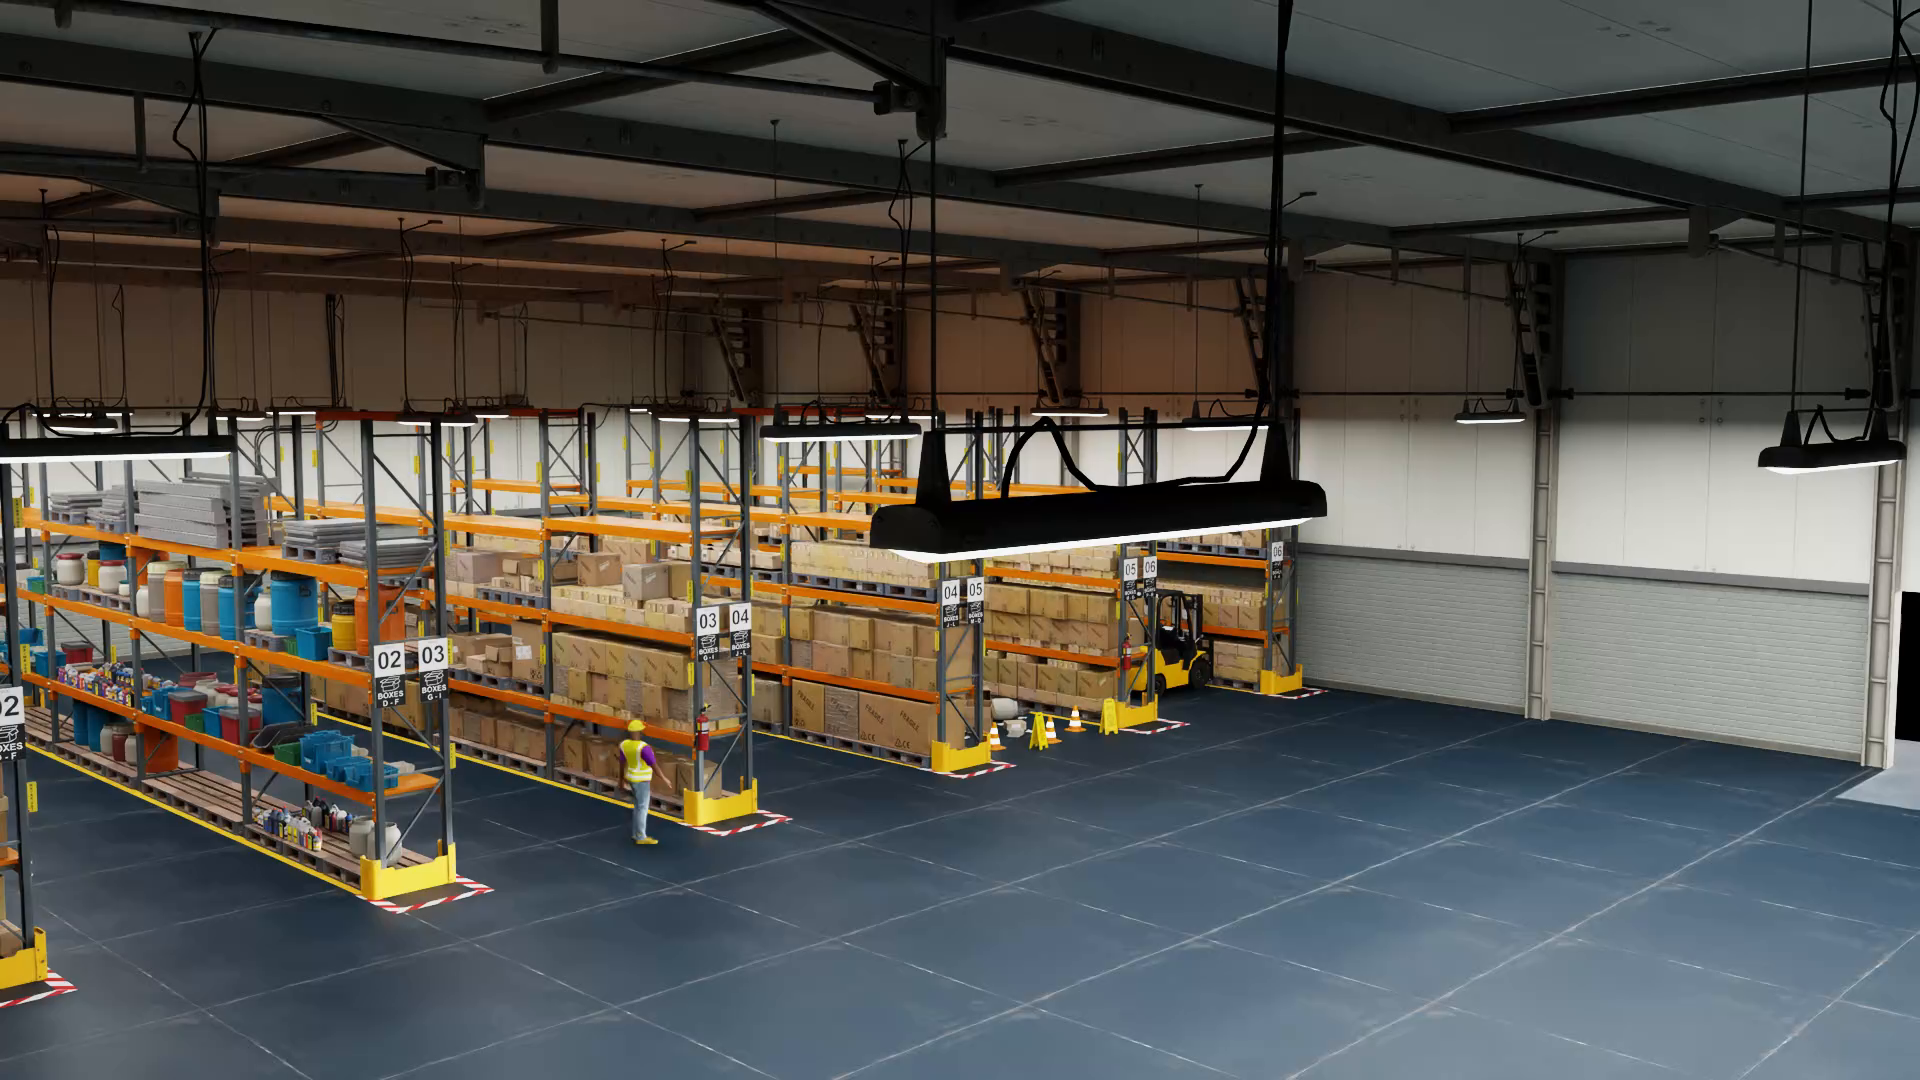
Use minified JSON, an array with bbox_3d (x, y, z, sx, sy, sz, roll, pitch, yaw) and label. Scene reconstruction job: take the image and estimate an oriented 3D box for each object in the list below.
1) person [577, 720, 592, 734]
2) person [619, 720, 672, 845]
[{"bbox_3d":[-6.831,2.871,30.229,0.490,1.544,0.876,-5,7,-44],"label":"person"},{"bbox_3d":[-4.424,3.399,23.357,0.646,1.793,0.612,-3,6,-28],"label":"person"}]
